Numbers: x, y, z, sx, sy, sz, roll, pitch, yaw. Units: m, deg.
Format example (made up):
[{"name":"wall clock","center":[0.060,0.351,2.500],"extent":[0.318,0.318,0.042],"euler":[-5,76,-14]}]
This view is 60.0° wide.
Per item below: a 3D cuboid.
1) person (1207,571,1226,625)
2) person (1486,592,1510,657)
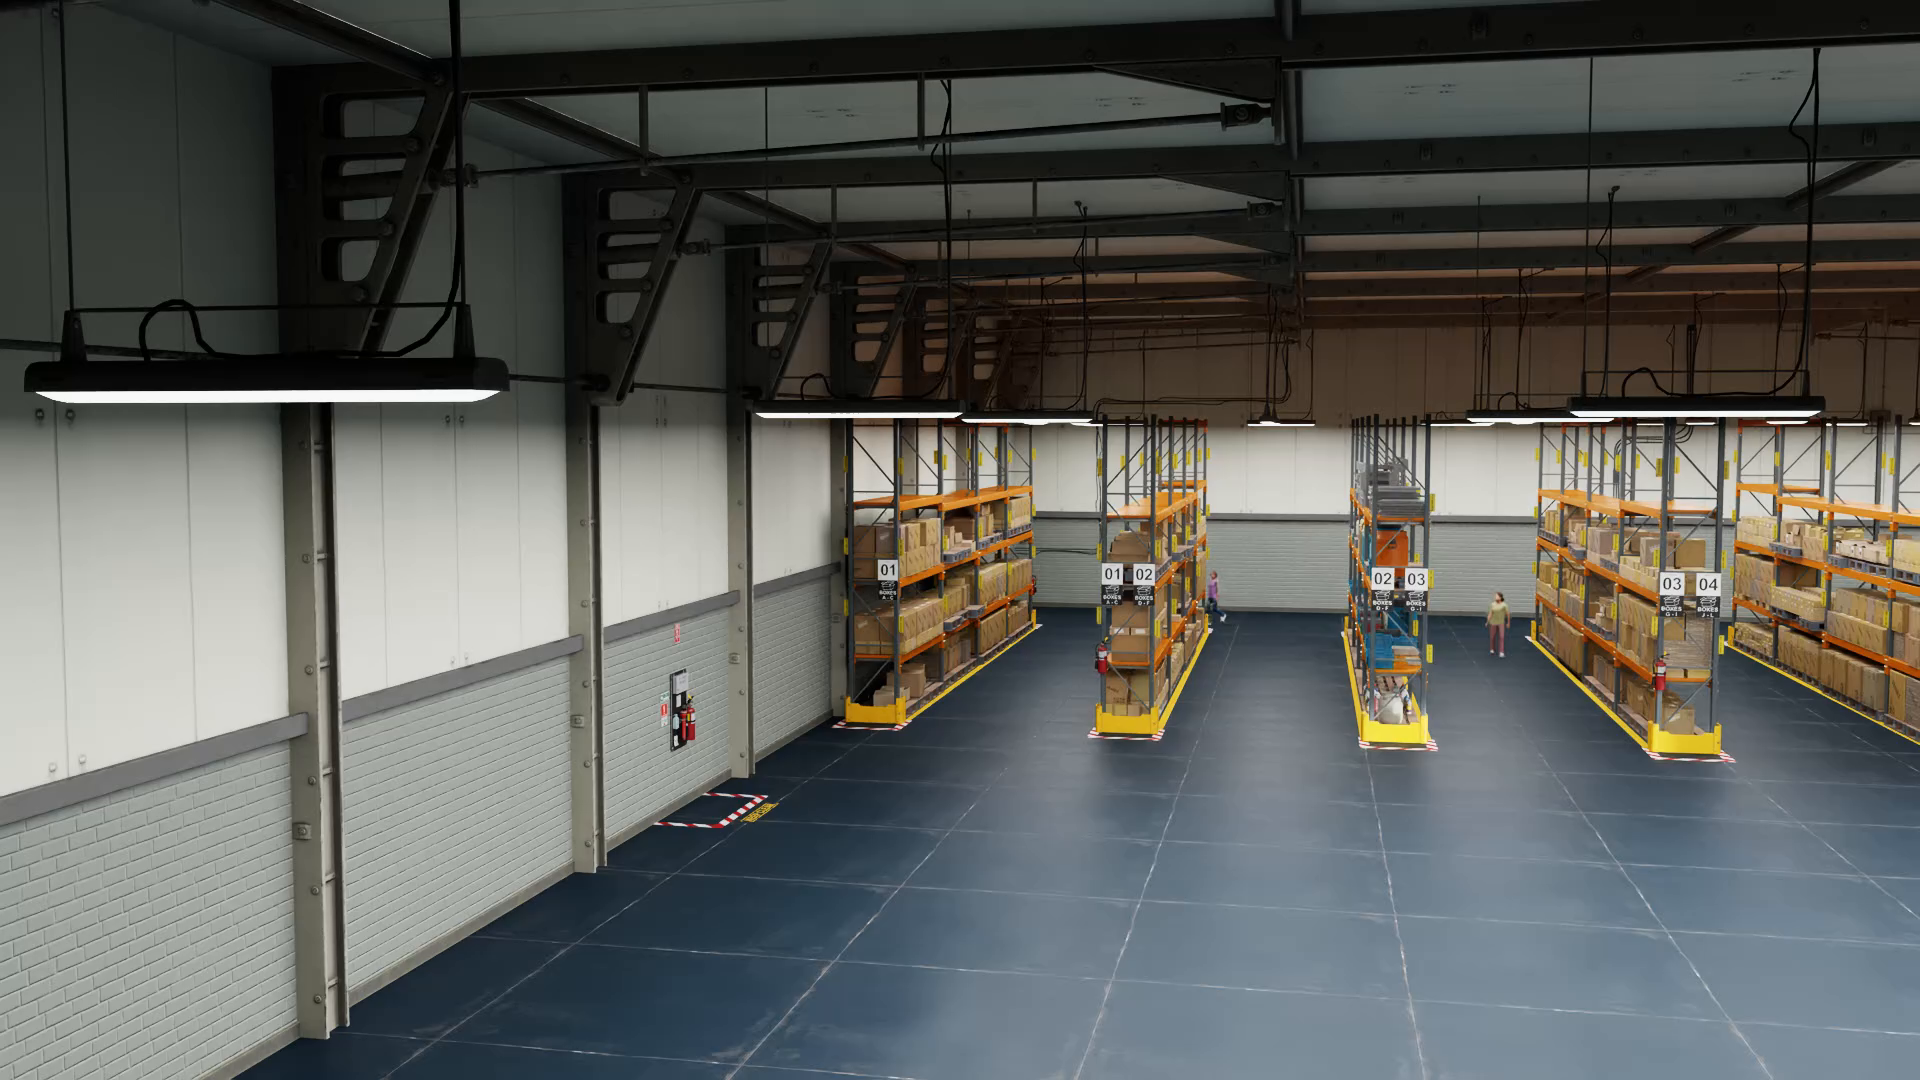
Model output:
[{"name":"person","center":[7.444,1.685,48.650],"extent":[0.671,1.584,0.428],"euler":[-2,4,-28]},{"name":"person","center":[13.564,2.114,41.919],"extent":[0.608,1.618,1.041],"euler":[1,4,11]}]
